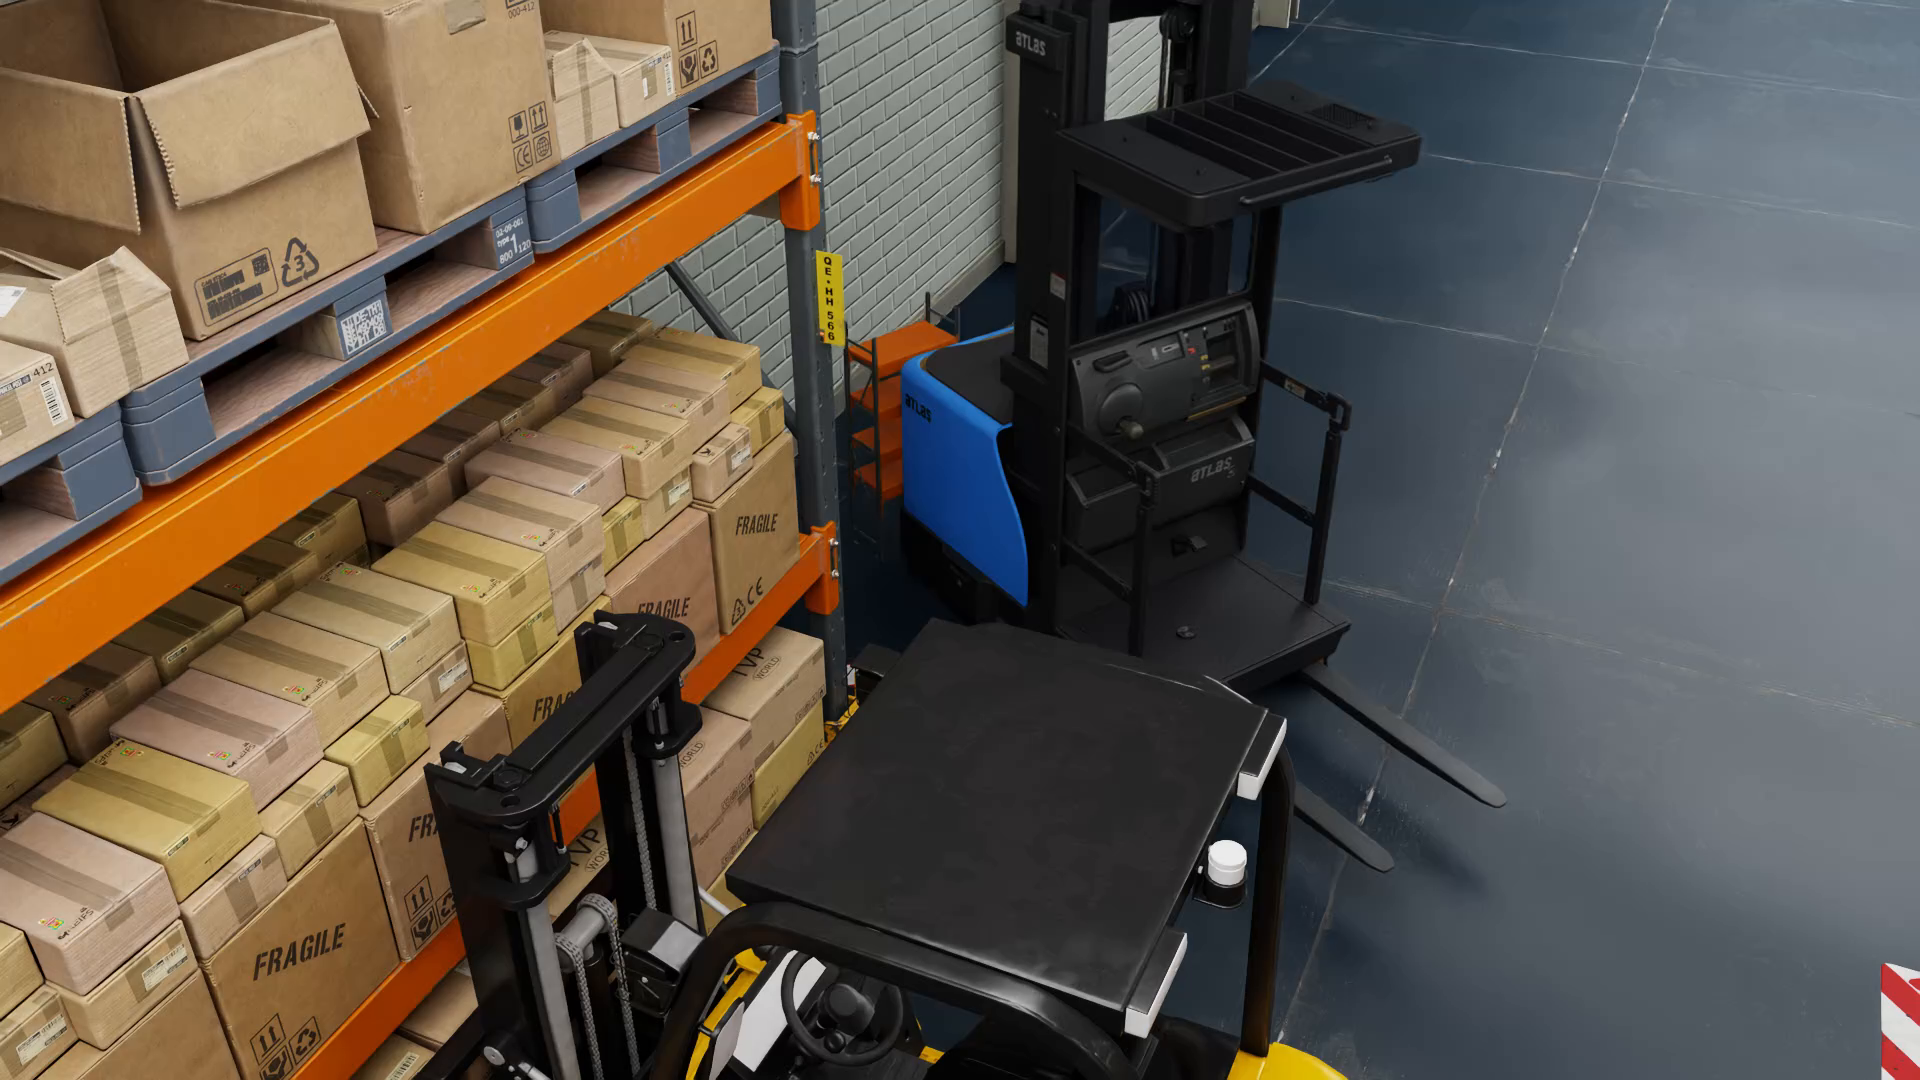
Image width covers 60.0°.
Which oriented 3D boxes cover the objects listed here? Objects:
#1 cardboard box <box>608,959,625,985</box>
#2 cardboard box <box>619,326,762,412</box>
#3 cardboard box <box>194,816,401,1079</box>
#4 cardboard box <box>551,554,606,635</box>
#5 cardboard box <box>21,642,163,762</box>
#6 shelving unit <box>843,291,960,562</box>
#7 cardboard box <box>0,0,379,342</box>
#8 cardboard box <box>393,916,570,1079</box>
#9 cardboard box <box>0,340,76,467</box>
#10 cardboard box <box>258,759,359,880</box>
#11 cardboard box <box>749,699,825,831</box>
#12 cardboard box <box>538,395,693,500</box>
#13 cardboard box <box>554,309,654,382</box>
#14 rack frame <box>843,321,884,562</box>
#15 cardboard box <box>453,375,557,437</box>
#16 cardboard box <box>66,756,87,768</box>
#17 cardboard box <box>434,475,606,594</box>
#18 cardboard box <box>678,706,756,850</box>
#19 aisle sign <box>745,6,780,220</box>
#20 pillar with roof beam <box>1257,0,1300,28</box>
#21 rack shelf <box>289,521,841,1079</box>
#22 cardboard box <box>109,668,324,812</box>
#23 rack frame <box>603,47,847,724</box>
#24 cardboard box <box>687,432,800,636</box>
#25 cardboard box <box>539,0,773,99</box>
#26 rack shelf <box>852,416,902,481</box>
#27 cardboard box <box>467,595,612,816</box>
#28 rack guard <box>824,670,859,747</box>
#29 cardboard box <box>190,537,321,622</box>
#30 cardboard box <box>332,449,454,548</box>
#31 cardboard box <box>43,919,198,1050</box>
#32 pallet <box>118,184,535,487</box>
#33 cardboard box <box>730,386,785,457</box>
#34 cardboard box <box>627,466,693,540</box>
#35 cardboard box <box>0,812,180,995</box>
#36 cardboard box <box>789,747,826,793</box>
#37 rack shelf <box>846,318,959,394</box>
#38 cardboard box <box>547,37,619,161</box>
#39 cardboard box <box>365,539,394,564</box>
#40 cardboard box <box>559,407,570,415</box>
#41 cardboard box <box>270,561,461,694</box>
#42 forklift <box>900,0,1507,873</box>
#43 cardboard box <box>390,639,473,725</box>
[{"bbox_3d":[-1.249,1.252,5.274,0.500,0.250,0.500,13,36,19],"label":"cardboard box"},{"bbox_3d":[-0.871,-0.547,5.395,0.380,0.149,0.250,14,36,21],"label":"cardboard box"},{"bbox_3d":[-1.750,0.937,3.994,0.500,0.500,0.500,14,36,20],"label":"cardboard box"},{"bbox_3d":[-1.230,0.101,4.677,0.380,0.149,0.250,13,35,19],"label":"cardboard box"},{"bbox_3d":[-2.162,0.360,4.012,0.380,0.149,0.250,14,36,20],"label":"cardboard box"},{"bbox_3d":[-0.268,-0.533,7.968,0.503,1.200,0.258,-25,40,-33],"label":"shelving unit"},{"bbox_3d":[-1.675,-0.805,3.439,0.797,0.503,0.637,15,36,22],"label":"cardboard box"},{"bbox_3d":[-1.451,1.280,4.774,0.500,0.250,0.500,13,36,20],"label":"cardboard box"},{"bbox_3d":[-1.801,-0.248,2.912,0.380,0.149,0.250,15,36,22],"label":"cardboard box"},{"bbox_3d":[-1.652,0.613,3.896,0.380,0.149,0.250,13,35,19],"label":"cardboard box"},{"bbox_3d":[-0.832,0.743,6.050,0.500,0.250,0.500,14,36,20],"label":"cardboard box"},{"bbox_3d":[-1.031,-0.281,4.989,0.380,0.149,0.250,15,36,22],"label":"cardboard box"},{"bbox_3d":[-1.247,-0.656,5.560,0.380,0.149,0.250,13,36,20],"label":"cardboard box"},{"bbox_3d":[-0.455,-0.447,7.837,0.015,1.200,0.240,-25,40,-33],"label":"rack frame"},{"bbox_3d":[-1.485,-0.398,5.168,0.380,0.149,0.250,15,36,21],"label":"cardboard box"},{"bbox_3d":[-2.149,0.480,4.100,0.380,0.149,0.250,14,36,20],"label":"cardboard box"},{"bbox_3d":[-1.211,-0.019,4.589,0.380,0.149,0.250,15,36,22],"label":"cardboard box"},{"bbox_3d":[-1.030,0.776,5.543,0.500,0.250,0.500,15,36,21],"label":"cardboard box"},{"bbox_3d":[-0.618,-1.389,5.262,0.394,0.787,0.004,14,36,20],"label":"aisle sign"},{"bbox_3d":[6.908,-7.694,11.777,9.100,9.000,0.400,14,36,20],"label":"pillar with roof beam"},{"bbox_3d":[-1.749,0.960,4.706,1.077,0.370,4.000,14,36,20],"label":"rack shelf"},{"bbox_3d":[-1.716,0.468,3.847,0.380,0.149,0.250,14,36,20],"label":"cardboard box"},{"bbox_3d":[-0.913,-0.336,6.028,1.000,3.000,0.127,14,36,20],"label":"rack frame"},{"bbox_3d":[-0.880,-0.073,5.535,0.500,0.500,0.500,13,36,19],"label":"cardboard box"},{"bbox_3d":[-0.877,-1.574,4.614,0.500,0.500,0.500,15,36,22],"label":"cardboard box"},{"bbox_3d":[-0.268,-0.477,8.005,0.480,0.148,0.258,-25,40,-33],"label":"rack shelf"},{"bbox_3d":[-1.320,0.439,4.754,0.500,0.500,0.500,13,36,20],"label":"cardboard box"},{"bbox_3d":[-0.903,0.697,6.731,1.175,0.500,0.348,14,36,20],"label":"rack guard"},{"bbox_3d":[-1.920,0.108,4.396,0.380,0.149,0.250,14,36,21],"label":"cardboard box"},{"bbox_3d":[-1.690,-0.142,4.776,0.380,0.149,0.250,15,36,22],"label":"cardboard box"},{"bbox_3d":[-1.853,0.873,3.501,0.380,0.149,0.250,15,36,22],"label":"cardboard box"},{"bbox_3d":[-1.741,-0.598,3.771,1.003,0.211,1.213,14,36,20],"label":"pallet"},{"bbox_3d":[-0.803,-0.413,5.461,0.380,0.149,0.250,15,36,21],"label":"cardboard box"},{"bbox_3d":[-1.047,-0.163,5.081,0.380,0.149,0.250,15,36,21],"label":"cardboard box"},{"bbox_3d":[-1.856,0.743,3.428,0.380,0.149,0.250,15,36,22],"label":"cardboard box"},{"bbox_3d":[-0.822,0.944,6.199,0.500,0.250,0.500,14,36,21],"label":"cardboard box"},{"bbox_3d":[-0.268,-0.862,7.753,0.480,0.148,0.258,-25,40,-33],"label":"rack shelf"},{"bbox_3d":[-1.090,-1.143,4.171,0.396,0.266,0.258,14,36,21],"label":"cardboard box"},{"bbox_3d":[-1.783,-0.051,4.909,0.380,0.149,0.250,15,36,21],"label":"cardboard box"},{"bbox_3d":[-1.336,-0.403,5.446,0.380,0.149,0.250,14,36,20],"label":"cardboard box"},{"bbox_3d":[-1.508,0.218,4.228,0.380,0.149,0.250,15,36,21],"label":"cardboard box"},{"bbox_3d":[0.958,-0.627,6.533,1.130,2.935,3.031,-20,38,-28],"label":"forklift"},{"bbox_3d":[-1.504,0.336,4.320,0.380,0.149,0.250,14,36,20],"label":"cardboard box"}]
